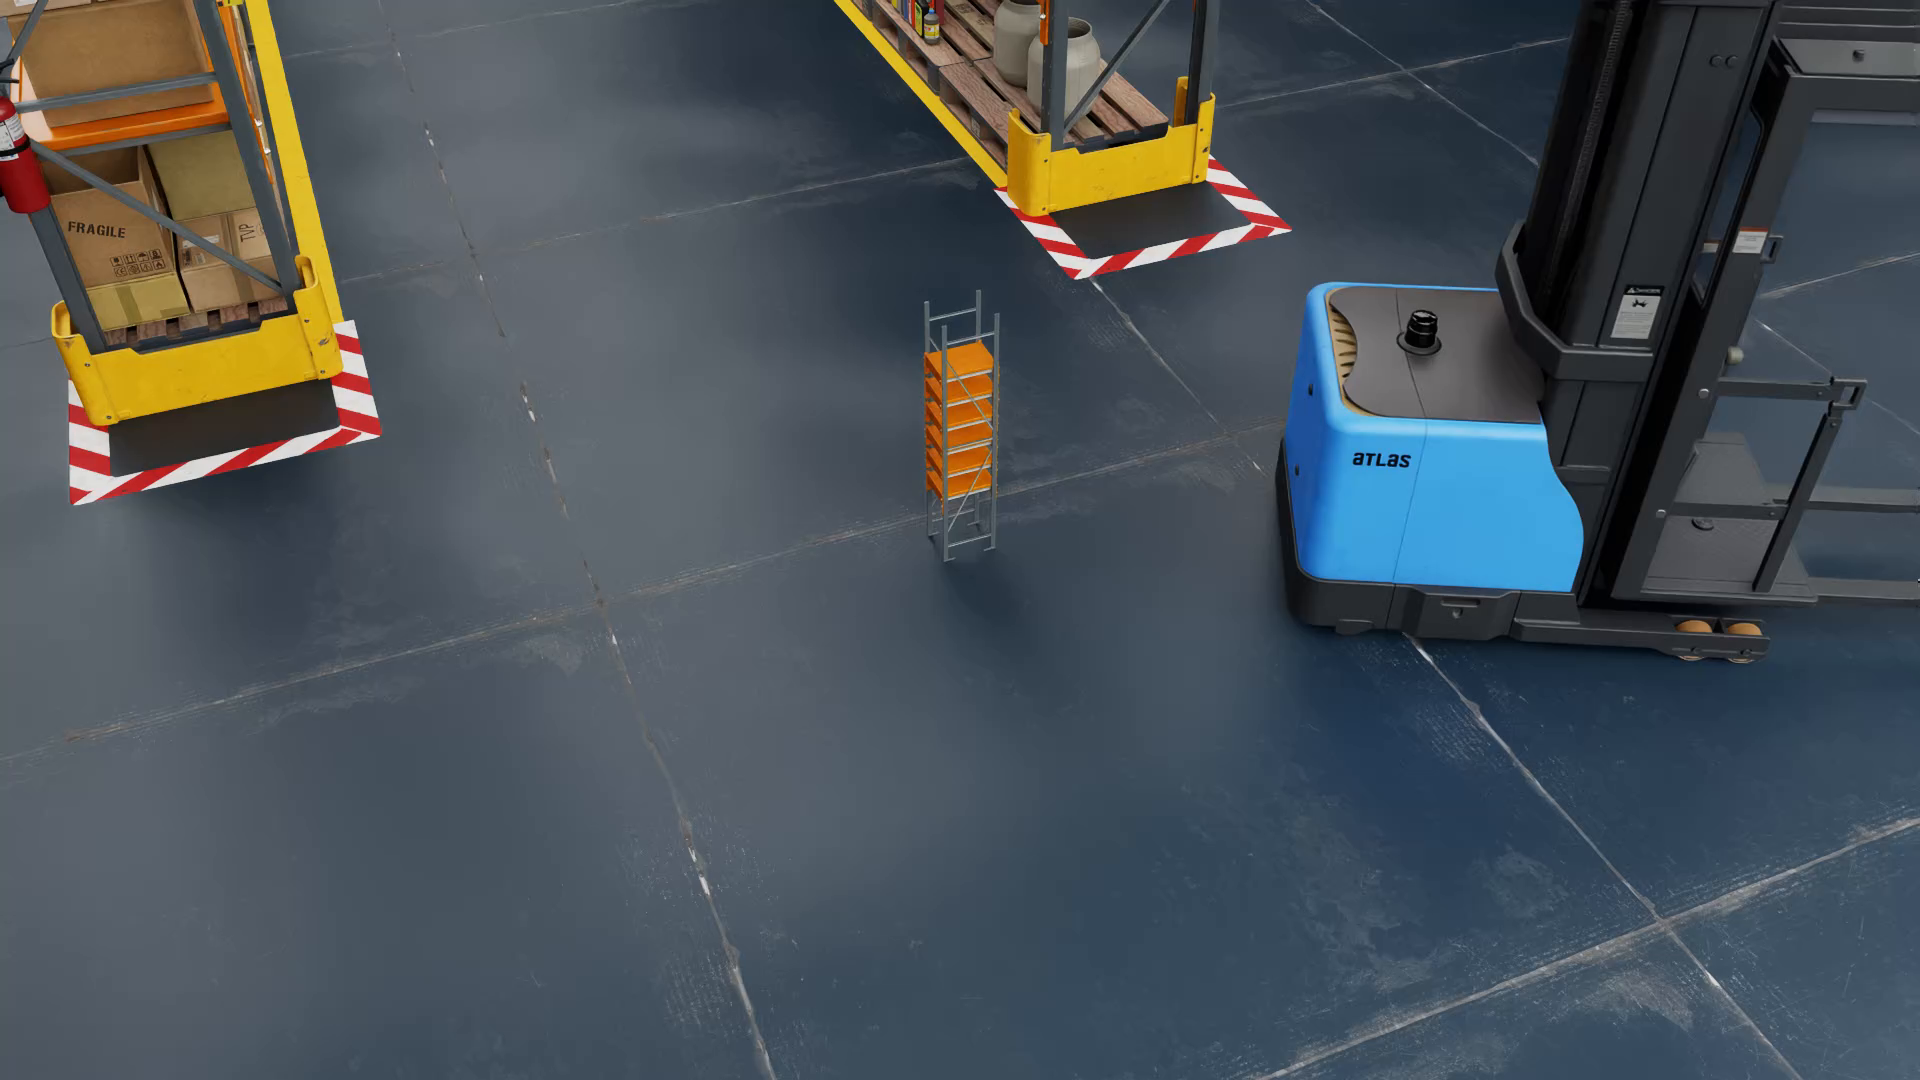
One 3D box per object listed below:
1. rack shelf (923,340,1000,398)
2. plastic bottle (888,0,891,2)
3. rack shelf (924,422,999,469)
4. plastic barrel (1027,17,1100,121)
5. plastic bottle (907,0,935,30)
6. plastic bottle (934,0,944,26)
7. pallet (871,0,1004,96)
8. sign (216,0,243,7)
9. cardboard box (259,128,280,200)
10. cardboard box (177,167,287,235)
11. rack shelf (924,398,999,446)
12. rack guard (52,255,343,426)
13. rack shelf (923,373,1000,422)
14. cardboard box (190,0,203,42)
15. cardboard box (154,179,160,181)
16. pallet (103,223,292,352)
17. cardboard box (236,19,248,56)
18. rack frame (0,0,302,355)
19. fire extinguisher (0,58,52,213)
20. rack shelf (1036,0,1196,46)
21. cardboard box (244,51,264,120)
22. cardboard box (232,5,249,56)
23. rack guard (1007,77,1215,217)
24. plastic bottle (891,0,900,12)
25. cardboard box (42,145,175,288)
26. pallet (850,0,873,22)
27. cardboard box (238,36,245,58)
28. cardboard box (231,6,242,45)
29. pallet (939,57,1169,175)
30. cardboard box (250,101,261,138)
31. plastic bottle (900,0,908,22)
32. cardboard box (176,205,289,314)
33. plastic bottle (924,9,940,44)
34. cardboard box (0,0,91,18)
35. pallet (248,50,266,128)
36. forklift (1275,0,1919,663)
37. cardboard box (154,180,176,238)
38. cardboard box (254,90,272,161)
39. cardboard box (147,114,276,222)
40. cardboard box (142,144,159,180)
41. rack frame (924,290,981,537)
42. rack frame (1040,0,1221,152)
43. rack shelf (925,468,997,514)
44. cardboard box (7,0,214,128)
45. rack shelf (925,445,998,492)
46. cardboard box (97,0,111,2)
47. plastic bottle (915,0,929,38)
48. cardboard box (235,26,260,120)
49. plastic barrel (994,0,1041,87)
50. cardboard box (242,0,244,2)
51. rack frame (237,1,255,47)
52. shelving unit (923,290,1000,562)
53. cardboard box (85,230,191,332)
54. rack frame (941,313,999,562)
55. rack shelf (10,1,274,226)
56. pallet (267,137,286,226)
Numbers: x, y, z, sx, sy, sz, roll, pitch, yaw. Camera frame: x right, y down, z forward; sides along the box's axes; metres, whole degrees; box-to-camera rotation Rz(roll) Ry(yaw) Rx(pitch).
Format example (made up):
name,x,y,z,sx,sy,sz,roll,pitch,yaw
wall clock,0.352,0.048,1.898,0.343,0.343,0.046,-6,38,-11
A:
name,x,y,z,sx,sy,sz,roll,pitch,yaw
rack shelf,0.006,-0.685,6.643,0.258,0.103,0.180,-15,43,-17
plastic bottle,-0.441,-3.773,11.032,0.144,0.351,0.185,-15,43,-17
rack shelf,0.006,-0.413,6.878,0.258,0.103,0.180,-15,43,-17
plastic barrel,0.606,-2.754,9.738,0.421,0.512,0.421,0,41,0
plastic bottle,-0.250,-3.451,10.714,0.152,0.276,0.135,-15,43,-17
plastic bottle,-0.152,-3.480,10.743,0.061,0.283,0.133,-15,43,-17
pallet,0.087,-3.362,10.998,1.003,0.211,1.213,-15,43,-17
sign,-3.134,-2.421,7.040,0.100,0.325,0.005,-15,43,-17
cardboard box,-4.034,-2.024,9.090,0.500,0.250,0.500,-15,43,-17
cardboard box,-3.843,-1.723,8.740,0.500,0.250,0.500,-15,43,-17
rack shelf,0.006,-0.504,6.799,0.258,0.103,0.180,-15,43,-17
rack guard,-3.640,-0.965,7.989,1.175,0.500,0.348,-15,43,-17
rack shelf,0.006,-0.594,6.721,0.258,0.103,0.180,-15,43,-17
cardboard box,-4.021,-2.565,7.856,0.700,0.500,0.500,-14,43,-16
cardboard box,-4.523,-1.892,8.937,0.500,0.250,0.500,-15,43,-17
pallet,-3.980,-1.321,8.624,1.003,0.211,1.213,-15,43,-17
cardboard box,-4.618,-2.925,10.138,0.500,0.250,0.500,-15,43,-17
rack frame,-3.649,-1.928,7.191,1.000,3.000,0.127,-15,43,-17
fire extinguisher,-4.033,-1.711,6.999,0.296,0.674,0.183,-15,43,-17
rack shelf,0.164,-4.093,10.261,1.077,0.370,4.000,-15,43,-17
cardboard box,-4.413,-2.628,9.792,0.500,0.250,0.500,-15,43,-17
cardboard box,-4.800,-3.229,10.491,0.500,0.250,0.500,-15,43,-17
rack guard,0.856,-2.247,9.480,1.175,0.500,0.348,-15,43,-17
plastic bottle,-0.370,-3.661,10.901,0.144,0.351,0.185,-13,42,-15
cardboard box,-4.129,-1.577,7.995,0.500,0.500,0.500,-15,43,-17
pallet,-0.383,-4.098,11.854,1.003,0.211,1.213,-15,43,-17
cardboard box,-4.425,-2.909,9.544,0.500,0.500,0.500,-15,43,-17
cardboard box,-4.620,-3.209,9.893,0.500,0.500,0.500,-15,43,-17
pallet,0.550,-2.628,10.145,1.003,0.211,1.213,-15,43,-17
cardboard box,-4.045,-2.306,8.842,0.500,0.500,0.500,-15,43,-17
plastic bottle,-0.303,-3.534,10.811,0.152,0.276,0.135,-16,43,-18
cardboard box,-3.649,-1.423,8.391,0.500,0.250,0.500,-15,43,-17
plastic bottle,-0.179,-3.264,10.554,0.097,0.201,0.097,0,41,0
cardboard box,-3.971,-2.394,7.159,0.380,0.149,0.250,-16,43,-18
pallet,-4.914,-2.790,10.333,1.003,0.211,1.213,-15,43,-17
forklift,2.890,-0.980,6.141,3.031,2.935,1.130,3,41,3
cardboard box,-4.330,-1.592,8.587,0.500,0.250,0.500,-15,43,-17
cardboard box,-4.221,-2.327,9.442,0.500,0.250,0.500,-15,43,-17
cardboard box,-3.842,-2.008,8.496,0.500,0.500,0.500,-15,43,-17
cardboard box,-4.525,-2.176,8.692,0.500,0.500,0.500,-15,43,-17
rack frame,-0.029,-0.501,6.913,0.240,1.200,0.006,-15,43,-17
rack frame,0.929,-3.161,8.625,1.000,3.000,0.127,-15,43,-17
rack shelf,0.006,-0.231,7.034,0.258,0.103,0.180,-15,43,-17
cardboard box,-3.816,-2.250,7.489,0.700,0.500,0.500,-15,43,-17
rack shelf,0.006,-0.322,6.956,0.258,0.103,0.180,-15,43,-17
cardboard box,-3.600,-2.501,7.284,0.380,0.149,0.250,-15,43,-17
plastic bottle,-0.240,-3.361,10.603,0.061,0.283,0.133,-14,43,-16
cardboard box,-4.220,-2.611,9.198,0.500,0.500,0.500,-15,43,-17
plastic barrel,0.415,-3.056,10.090,0.421,0.512,0.421,0,41,0
cardboard box,-5.105,-3.759,11.107,0.500,0.250,0.500,-16,43,-18
rack frame,-5.180,-4.337,9.993,1.000,3.000,0.127,-15,43,-17
shelving unit,0.006,-0.446,6.849,0.258,1.200,0.189,-15,43,-17
cardboard box,-4.127,-1.294,8.240,0.500,0.250,0.500,-15,43,-17
rack frame,0.041,-0.391,6.785,0.240,1.200,0.006,-15,43,-17
rack shelf,-4.414,-2.860,8.826,1.077,0.370,4.000,-15,43,-17
pallet,-4.443,-2.054,9.477,1.003,0.211,1.213,-15,43,-17
